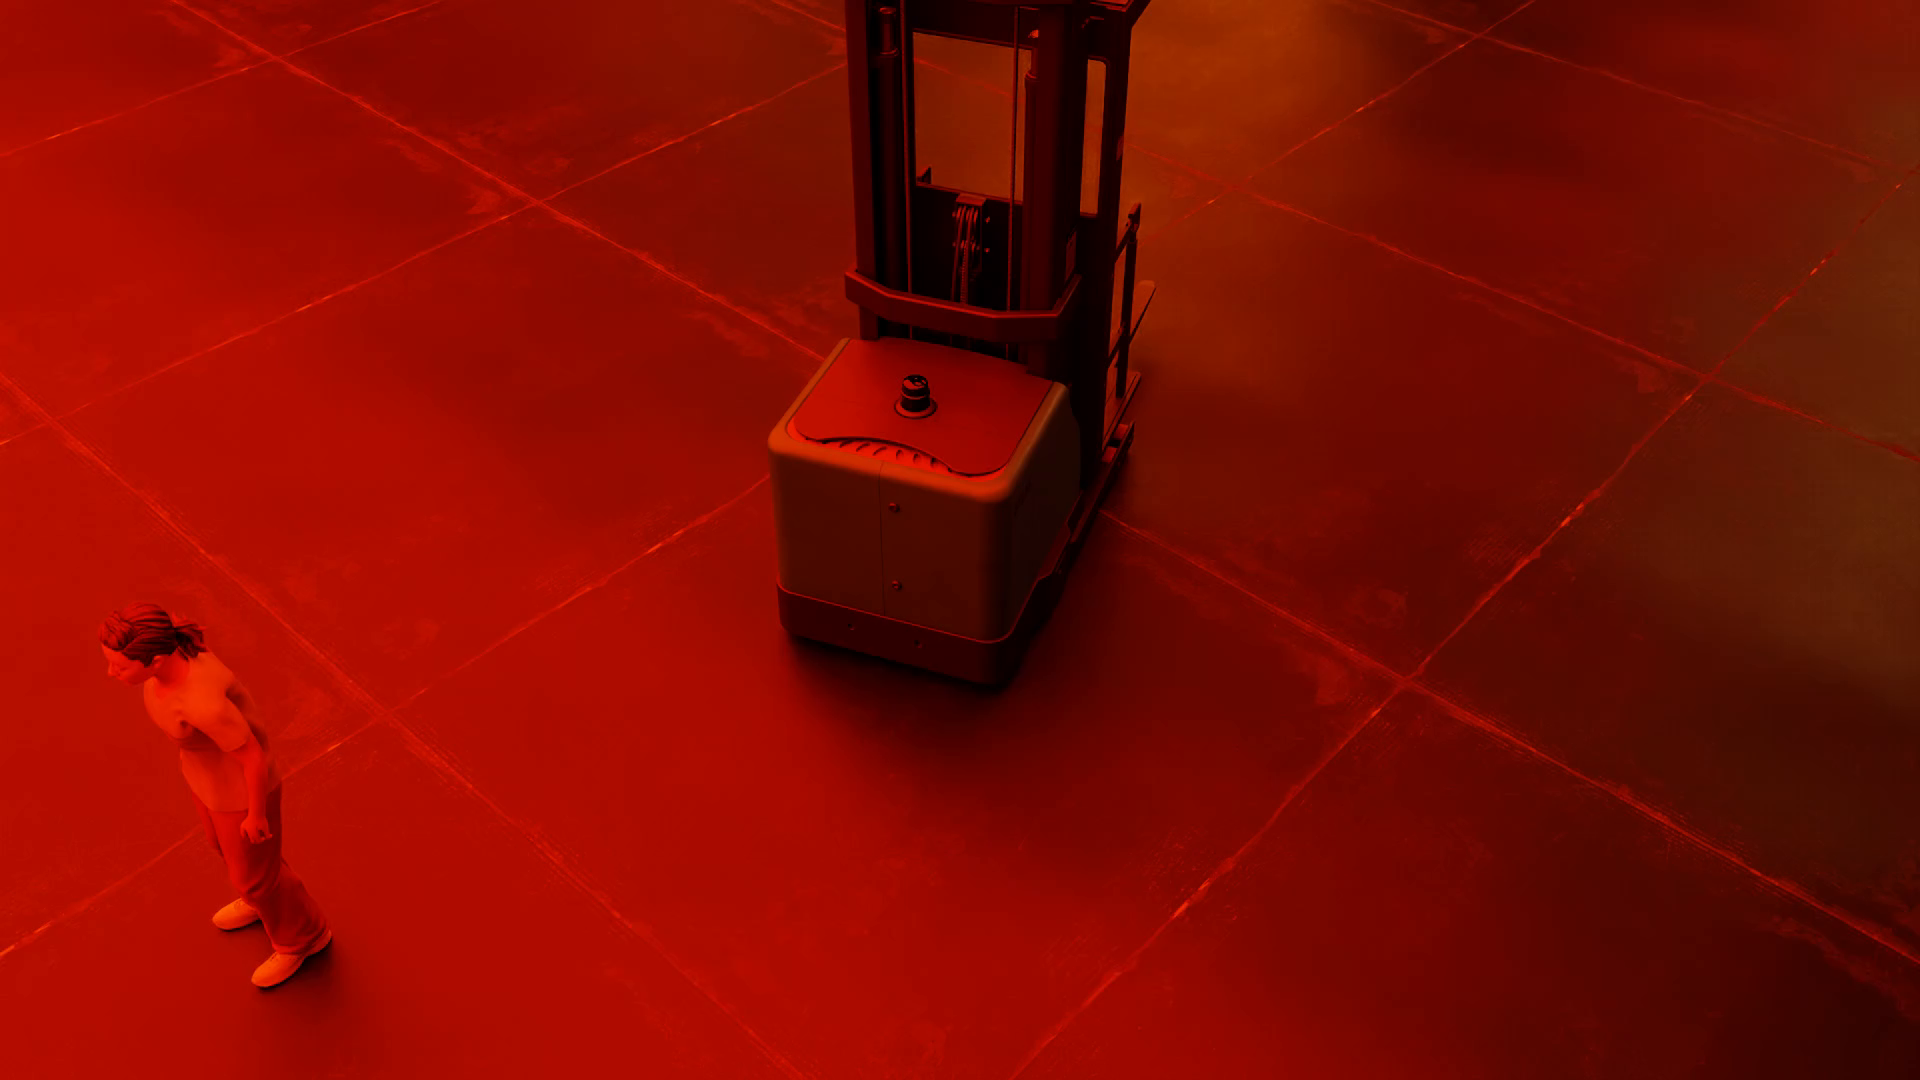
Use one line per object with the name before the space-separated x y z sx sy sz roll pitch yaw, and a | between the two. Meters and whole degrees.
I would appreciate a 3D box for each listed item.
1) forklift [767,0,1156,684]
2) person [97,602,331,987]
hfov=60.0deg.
forklift | 0.211 -1.484 7.158 1.130 2.935 3.031 14 42 15
person | -2.424 0.806 5.457 0.365 1.671 0.519 -32 50 -32
